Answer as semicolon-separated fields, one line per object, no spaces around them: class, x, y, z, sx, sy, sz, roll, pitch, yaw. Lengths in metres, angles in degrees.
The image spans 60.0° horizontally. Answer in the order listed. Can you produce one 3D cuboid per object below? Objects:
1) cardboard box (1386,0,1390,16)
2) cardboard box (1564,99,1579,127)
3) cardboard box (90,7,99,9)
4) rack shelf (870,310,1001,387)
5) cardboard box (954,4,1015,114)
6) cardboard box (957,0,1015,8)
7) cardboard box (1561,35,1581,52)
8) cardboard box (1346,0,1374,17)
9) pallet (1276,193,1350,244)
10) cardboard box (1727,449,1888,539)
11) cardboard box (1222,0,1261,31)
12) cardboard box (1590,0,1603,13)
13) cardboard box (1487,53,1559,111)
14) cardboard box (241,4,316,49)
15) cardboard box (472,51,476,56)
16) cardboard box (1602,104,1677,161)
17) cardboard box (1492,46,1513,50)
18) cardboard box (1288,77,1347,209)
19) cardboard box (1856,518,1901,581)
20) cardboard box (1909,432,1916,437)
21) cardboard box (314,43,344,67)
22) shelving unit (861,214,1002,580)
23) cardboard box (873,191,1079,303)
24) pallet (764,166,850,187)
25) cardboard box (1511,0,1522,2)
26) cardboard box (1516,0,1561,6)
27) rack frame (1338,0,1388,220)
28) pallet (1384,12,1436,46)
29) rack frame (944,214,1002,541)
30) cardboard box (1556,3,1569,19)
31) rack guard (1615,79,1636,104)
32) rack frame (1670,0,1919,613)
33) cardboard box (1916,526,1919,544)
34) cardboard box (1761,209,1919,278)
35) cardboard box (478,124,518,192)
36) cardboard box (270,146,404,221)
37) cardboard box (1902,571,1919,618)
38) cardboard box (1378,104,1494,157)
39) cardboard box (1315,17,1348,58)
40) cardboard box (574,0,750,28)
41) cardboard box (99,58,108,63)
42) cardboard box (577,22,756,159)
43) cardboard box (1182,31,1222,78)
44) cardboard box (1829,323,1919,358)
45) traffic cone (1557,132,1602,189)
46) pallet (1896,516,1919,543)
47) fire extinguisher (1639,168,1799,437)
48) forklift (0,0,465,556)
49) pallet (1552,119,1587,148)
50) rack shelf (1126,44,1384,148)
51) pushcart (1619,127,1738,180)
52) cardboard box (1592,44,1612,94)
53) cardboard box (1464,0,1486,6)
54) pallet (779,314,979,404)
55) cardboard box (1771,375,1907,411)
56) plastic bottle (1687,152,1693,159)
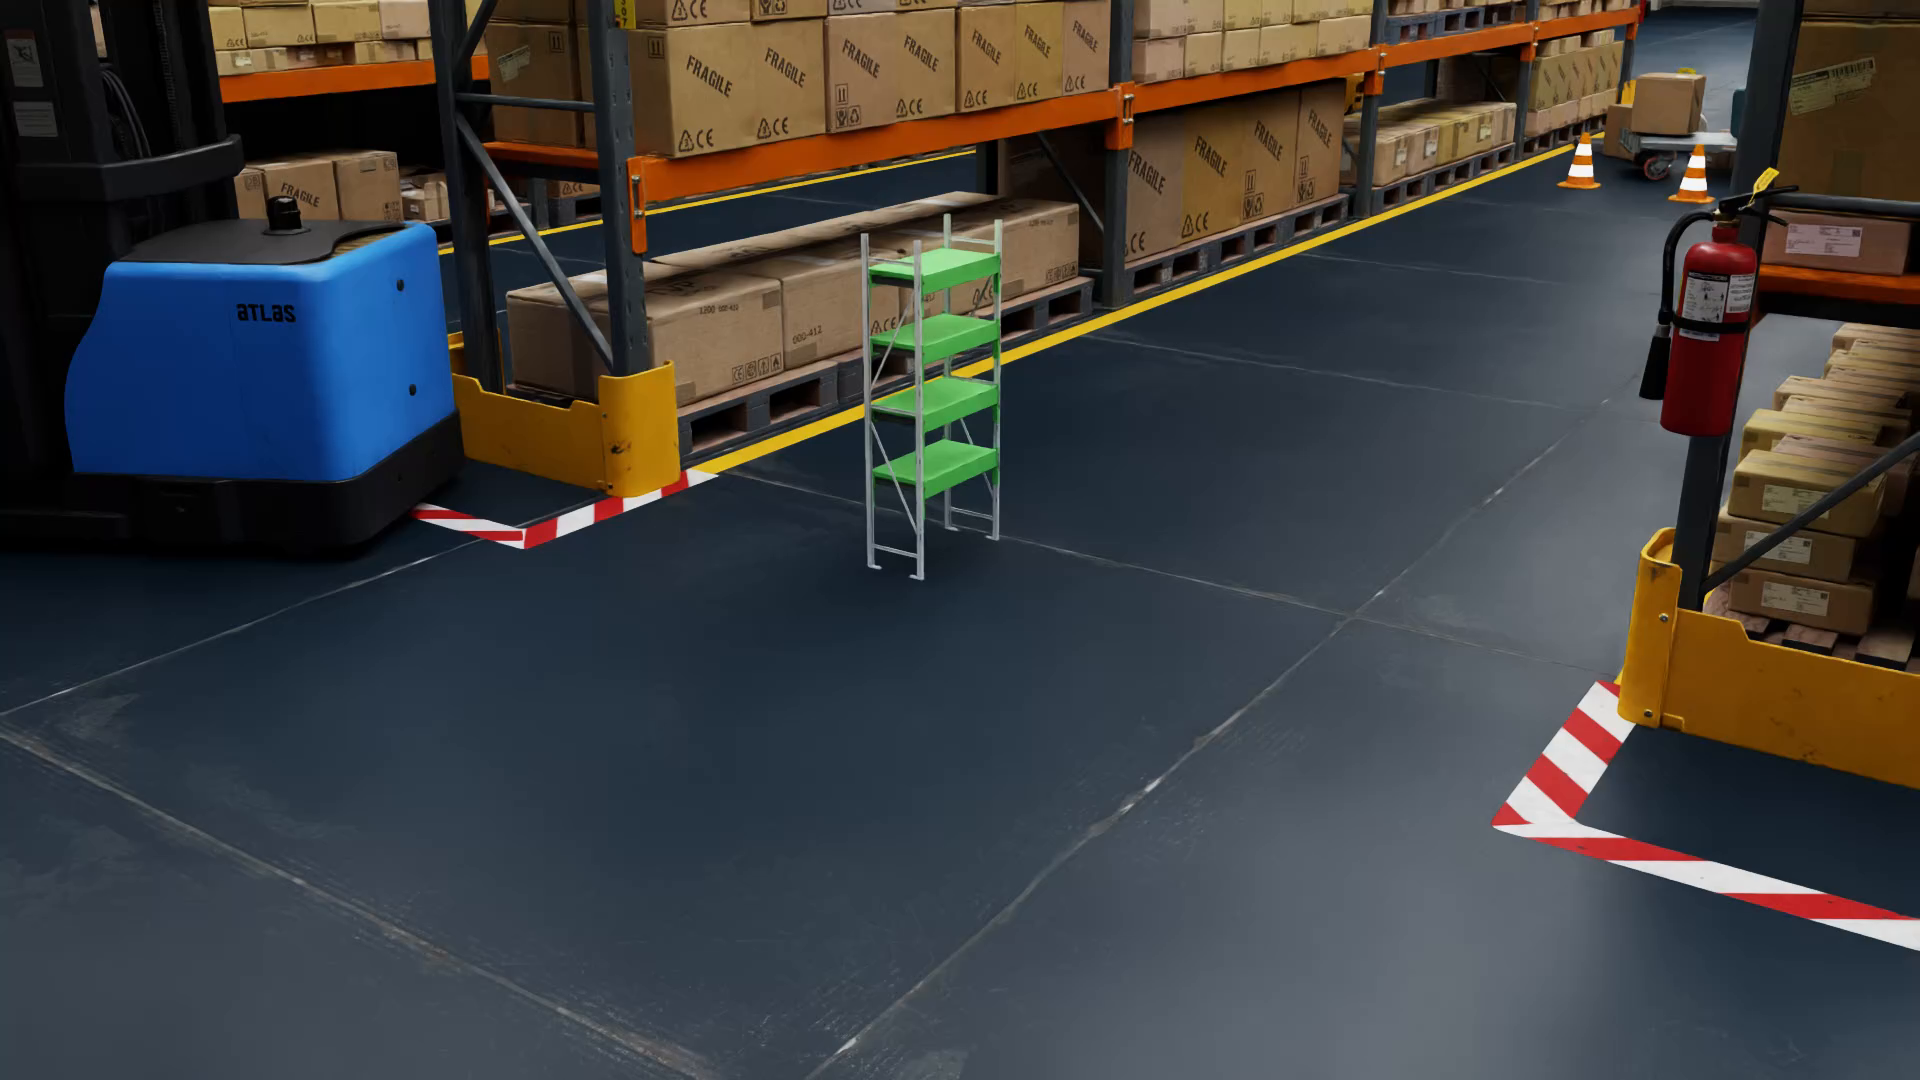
cardboard box;3.126;-4.169;12.967;0.380;0.149;0.250;12;23;29
cardboard box;6.180;-4.512;17.498;0.500;0.250;0.500;13;24;31
cardboard box;-5.485;-3.105;10.122;0.500;0.250;0.500;13;24;32
rack shelf;-0.093;-0.680;5.867;0.258;0.148;0.480;13;24;32
cardboard box;-0.064;-2.453;8.428;0.500;0.500;0.500;13;24;31
cardboard box;-0.067;-2.919;8.248;0.500;0.500;0.500;14;24;33
cardboard box;6.149;-5.110;17.098;0.380;0.149;0.250;15;25;35
cardboard box;2.727;-4.008;12.272;0.500;0.250;0.500;13;24;32
pallet;2.284;-2.513;12.755;1.003;0.211;1.213;13;24;32
cardboard box;2.531;-0.141;4.969;0.380;0.149;0.250;14;24;32
cardboard box;1.597;-3.415;10.668;0.500;0.250;0.500;14;24;32
cardboard box;6.592;-5.680;17.660;0.380;0.149;0.250;13;24;31
cardboard box;5.593;-4.556;16.535;0.500;0.500;0.500;15;25;34
cardboard box;-4.502;-3.292;10.630;0.500;0.250;0.500;13;24;30
cardboard box;-3.665;-3.514;11.804;0.380;0.149;0.250;14;25;33
cardboard box;6.766;-4.051;16.492;0.500;0.500;0.500;-6;21;-15
cardboard box;5.719;-4.954;17.612;0.500;0.500;0.500;15;25;35
cardboard box;2.332;-3.051;12.646;0.875;0.875;0.875;13;24;31
cardboard box;2.847;-0.005;5.458;0.380;0.149;0.250;13;24;32
cardboard box;3.234;-0.378;6.037;0.380;0.149;0.250;15;25;34
cardboard box;-4.319;-3.234;11.046;0.380;0.149;0.250;14;24;33
shelving unit;-0.093;-0.515;5.928;0.258;1.200;0.503;13;24;32
cardboard box;0.099;-1.721;9.681;0.875;0.438;0.875;13;24;31
pallet;-1.769;-3.485;15.381;1.003;0.211;1.213;13;24;32
cardboard box;4.977;-5.058;15.371;0.380;0.149;0.250;14;24;33
cardboard box;5.516;-5.438;16.071;0.500;0.500;0.500;13;24;32
rack frame;2.789;-4.032;12.843;1.000;3.000;0.127;13;24;32
pallet;3.102;-4.168;13.485;1.213;0.211;1.003;13;24;32
rack frame;0.044;-0.585;6.118;0.240;1.200;0.015;13;24;32
cardboard box;5.871;-5.319;16.683;0.380;0.149;0.250;14;25;33
rack guard;7.244;-5.134;19.423;1.175;0.500;0.348;13;24;32
rack frame;2.443;-0.801;4.106;1.000;3.000;0.127;13;24;32
cardboard box;3.215;-0.055;5.166;0.380;0.149;0.250;14;24;33
cardboard box;2.392;-0.832;4.551;0.380;0.149;0.250;13;24;32
cardboard box;-3.535;-3.075;13.252;0.500;0.500;0.500;13;24;32
cardboard box;-4.297;-2.421;11.484;0.700;0.500;0.500;12;24;30
cardboard box;3.081;0.160;5.011;0.380;0.149;0.250;13;24;32
cardboard box;4.344;-3.787;15.361;0.950;0.372;0.625;15;25;35
cardboard box;2.445;-3.617;11.935;0.500;0.250;0.500;14;24;33
cardboard box;-1.202;-2.335;6.669;0.500;0.500;0.500;13;24;31
cardboard box;-5.180;-2.791;9.849;0.380;0.149;0.250;13;24;31
cardboard box;-1.201;-1.866;6.841;0.500;0.500;0.500;13;24;31
cardboard box;1.296;-3.038;10.370;0.500;0.250;0.500;13;24;31
cardboard box;3.683;-0.743;6.596;0.380;0.149;0.250;14;24;33
traffic cone;5.499;-3.361;14.686;0.336;0.463;0.334;13;24;32
pallet;3.658;-0.089;6.202;1.003;0.211;1.213;13;24;32
fire extinguisher;1.919;-0.607;4.232;0.296;0.674;0.183;13;24;32
forklift;-3.605;-1.525;6.162;3.031;2.935;1.130;2;20;6
pallet;6.071;-4.423;17.919;1.003;0.211;1.213;13;24;32
rack shelf;1.665;-3.121;11.416;1.077;0.370;4.000;13;24;32
pushcart;6.952;-3.520;15.237;1.648;0.377;0.936;5;21;13
cardboard box;6.761;-5.156;18.157;0.500;0.500;0.500;14;25;34
cardboard box;4.391;-4.768;14.588;0.380;0.149;0.250;13;24;32
pallet;-0.637;-1.022;8.725;1.003;0.211;1.213;13;24;32
cardboard box;3.063;-0.451;5.806;0.380;0.149;0.250;14;25;34
plastic bottle;7.314;-3.806;16.467;0.133;0.061;0.283;19;27;41
